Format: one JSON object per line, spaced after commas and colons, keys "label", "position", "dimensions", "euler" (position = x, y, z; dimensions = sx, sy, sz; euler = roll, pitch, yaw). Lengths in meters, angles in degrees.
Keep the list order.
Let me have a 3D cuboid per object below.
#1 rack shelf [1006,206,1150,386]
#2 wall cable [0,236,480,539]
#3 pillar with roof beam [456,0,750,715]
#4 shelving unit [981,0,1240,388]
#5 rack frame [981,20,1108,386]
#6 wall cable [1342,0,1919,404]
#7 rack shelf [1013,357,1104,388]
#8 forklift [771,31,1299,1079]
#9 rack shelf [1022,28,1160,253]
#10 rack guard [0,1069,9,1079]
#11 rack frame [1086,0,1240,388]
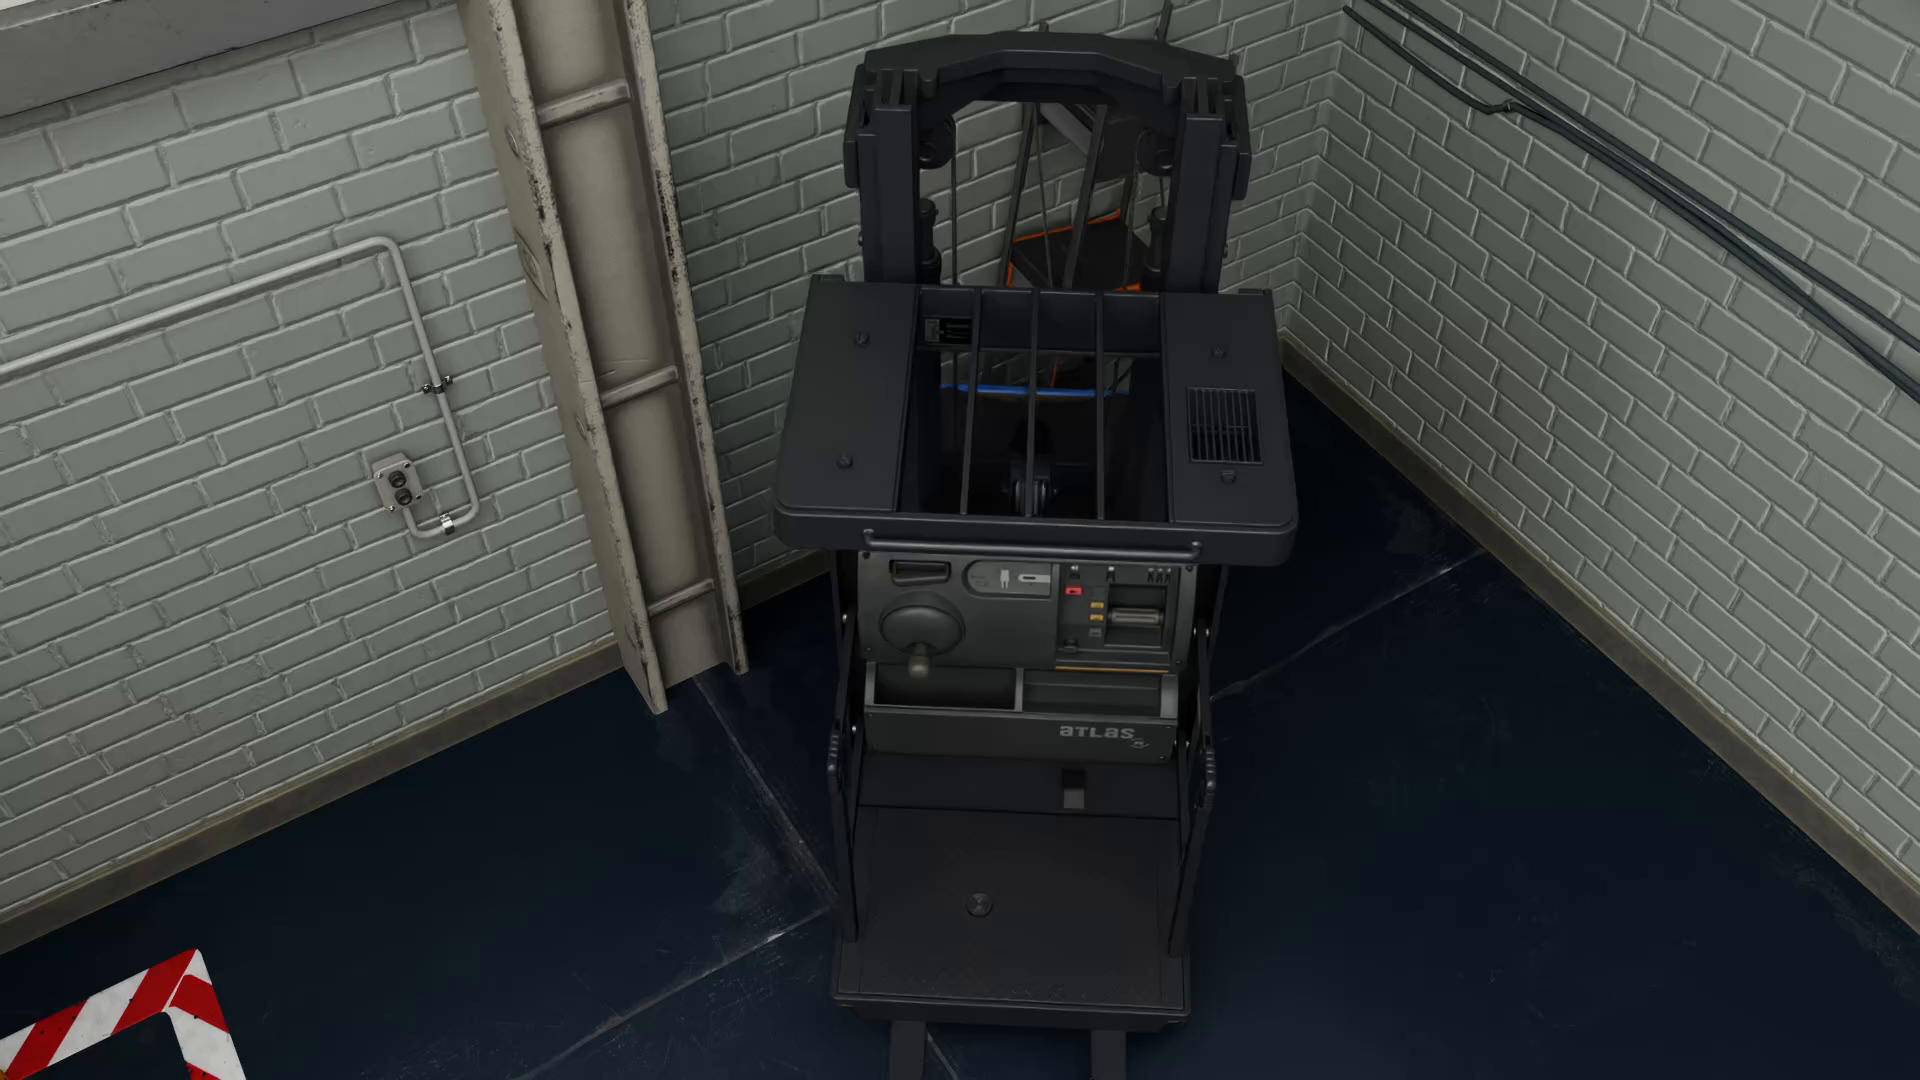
{"label": "rack shelf", "position": [0.444, -0.834, 6.011], "dimensions": [0.480, 0.518, 0.431], "euler": [-18, 50, -25]}
{"label": "wall cable", "position": [-2.280, -0.351, 4.319], "dimensions": [1.851, 1.984, 0.084], "euler": [-25, 53, -21]}
{"label": "pillar with roof beam", "position": [1.260, 0.196, 0.495], "dimensions": [0.400, 9.000, 9.100], "euler": [-25, 53, -21]}
{"label": "shelving unit", "position": [0.446, -0.844, 6.001], "dimensions": [0.503, 2.100, 0.431], "euler": [-18, 50, -25]}
{"label": "rack frame", "position": [0.235, -0.777, 5.897], "dimensions": [0.015, 2.100, 0.400], "euler": [-18, 50, -25]}
{"label": "wall cable", "position": [2.116, -1.896, 4.437], "dimensions": [0.112, 2.526, 3.097], "euler": [-25, 53, -21]}
{"label": "rack shelf", "position": [0.361, -0.338, 6.498], "dimensions": [0.480, 0.518, 0.431], "euler": [-18, 50, -25]}
{"label": "forklift", "position": [0.173, 0.305, 4.461], "dimensions": [1.130, 2.935, 3.031], "euler": [2, 48, 2]}
{"label": "rack shelf", "position": [0.527, -1.330, 5.524], "dimensions": [0.480, 0.518, 0.431], "euler": [-18, 50, -25]}
{"label": "rack guard", "position": [-2.838, 1.916, 4.654], "dimensions": [0.348, 0.500, 1.175], "euler": [-25, 53, -21]}
{"label": "rack frame", "position": [0.656, -0.911, 6.106], "dimensions": [0.015, 2.100, 0.400], "euler": [-18, 50, -25]}
